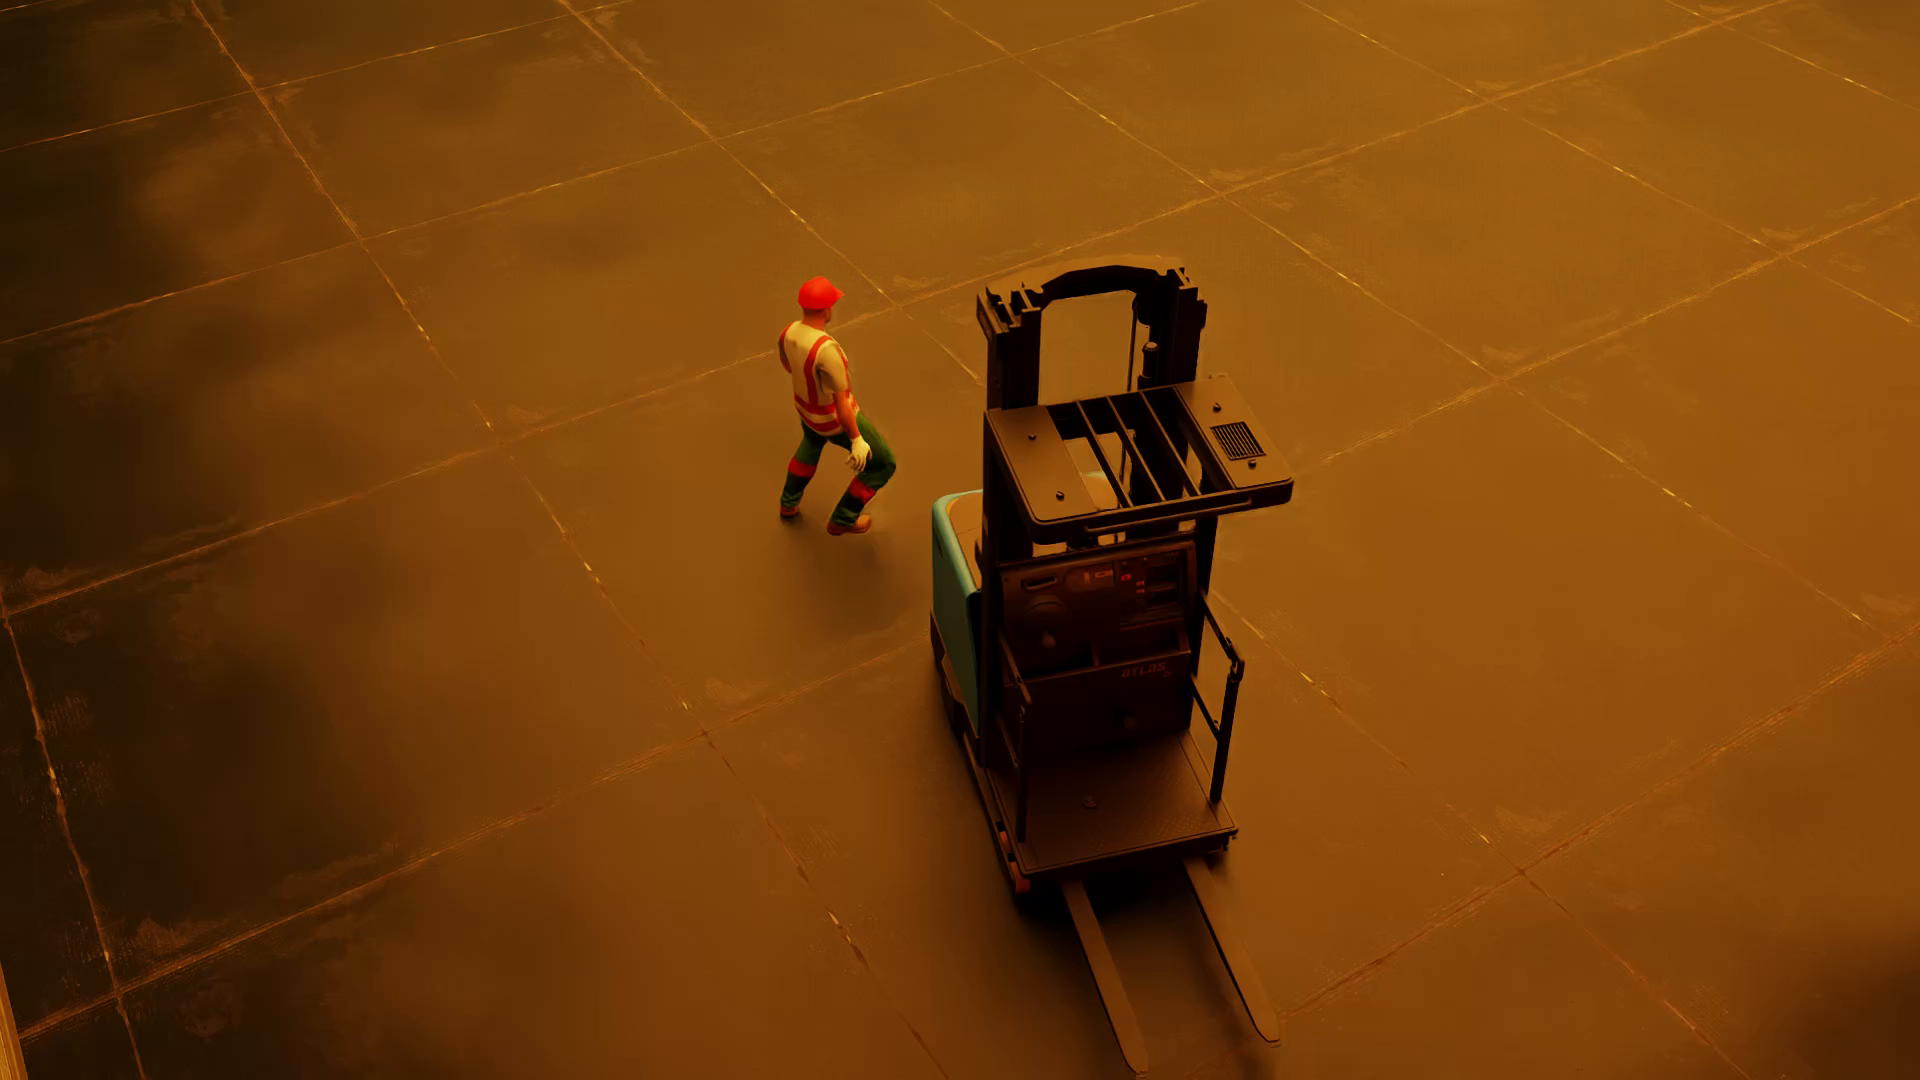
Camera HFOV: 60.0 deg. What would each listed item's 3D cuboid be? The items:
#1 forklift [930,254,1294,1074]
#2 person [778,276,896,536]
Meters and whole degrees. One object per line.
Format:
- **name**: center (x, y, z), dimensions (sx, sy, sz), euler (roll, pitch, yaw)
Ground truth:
- **forklift**: center (0.699, 0.337, 7.485), dimensions (1.130, 2.935, 3.031), euler (-10, 42, -11)
- **person**: center (-0.757, -0.766, 9.706), dimensions (0.553, 1.679, 0.949), euler (-23, 46, -24)
